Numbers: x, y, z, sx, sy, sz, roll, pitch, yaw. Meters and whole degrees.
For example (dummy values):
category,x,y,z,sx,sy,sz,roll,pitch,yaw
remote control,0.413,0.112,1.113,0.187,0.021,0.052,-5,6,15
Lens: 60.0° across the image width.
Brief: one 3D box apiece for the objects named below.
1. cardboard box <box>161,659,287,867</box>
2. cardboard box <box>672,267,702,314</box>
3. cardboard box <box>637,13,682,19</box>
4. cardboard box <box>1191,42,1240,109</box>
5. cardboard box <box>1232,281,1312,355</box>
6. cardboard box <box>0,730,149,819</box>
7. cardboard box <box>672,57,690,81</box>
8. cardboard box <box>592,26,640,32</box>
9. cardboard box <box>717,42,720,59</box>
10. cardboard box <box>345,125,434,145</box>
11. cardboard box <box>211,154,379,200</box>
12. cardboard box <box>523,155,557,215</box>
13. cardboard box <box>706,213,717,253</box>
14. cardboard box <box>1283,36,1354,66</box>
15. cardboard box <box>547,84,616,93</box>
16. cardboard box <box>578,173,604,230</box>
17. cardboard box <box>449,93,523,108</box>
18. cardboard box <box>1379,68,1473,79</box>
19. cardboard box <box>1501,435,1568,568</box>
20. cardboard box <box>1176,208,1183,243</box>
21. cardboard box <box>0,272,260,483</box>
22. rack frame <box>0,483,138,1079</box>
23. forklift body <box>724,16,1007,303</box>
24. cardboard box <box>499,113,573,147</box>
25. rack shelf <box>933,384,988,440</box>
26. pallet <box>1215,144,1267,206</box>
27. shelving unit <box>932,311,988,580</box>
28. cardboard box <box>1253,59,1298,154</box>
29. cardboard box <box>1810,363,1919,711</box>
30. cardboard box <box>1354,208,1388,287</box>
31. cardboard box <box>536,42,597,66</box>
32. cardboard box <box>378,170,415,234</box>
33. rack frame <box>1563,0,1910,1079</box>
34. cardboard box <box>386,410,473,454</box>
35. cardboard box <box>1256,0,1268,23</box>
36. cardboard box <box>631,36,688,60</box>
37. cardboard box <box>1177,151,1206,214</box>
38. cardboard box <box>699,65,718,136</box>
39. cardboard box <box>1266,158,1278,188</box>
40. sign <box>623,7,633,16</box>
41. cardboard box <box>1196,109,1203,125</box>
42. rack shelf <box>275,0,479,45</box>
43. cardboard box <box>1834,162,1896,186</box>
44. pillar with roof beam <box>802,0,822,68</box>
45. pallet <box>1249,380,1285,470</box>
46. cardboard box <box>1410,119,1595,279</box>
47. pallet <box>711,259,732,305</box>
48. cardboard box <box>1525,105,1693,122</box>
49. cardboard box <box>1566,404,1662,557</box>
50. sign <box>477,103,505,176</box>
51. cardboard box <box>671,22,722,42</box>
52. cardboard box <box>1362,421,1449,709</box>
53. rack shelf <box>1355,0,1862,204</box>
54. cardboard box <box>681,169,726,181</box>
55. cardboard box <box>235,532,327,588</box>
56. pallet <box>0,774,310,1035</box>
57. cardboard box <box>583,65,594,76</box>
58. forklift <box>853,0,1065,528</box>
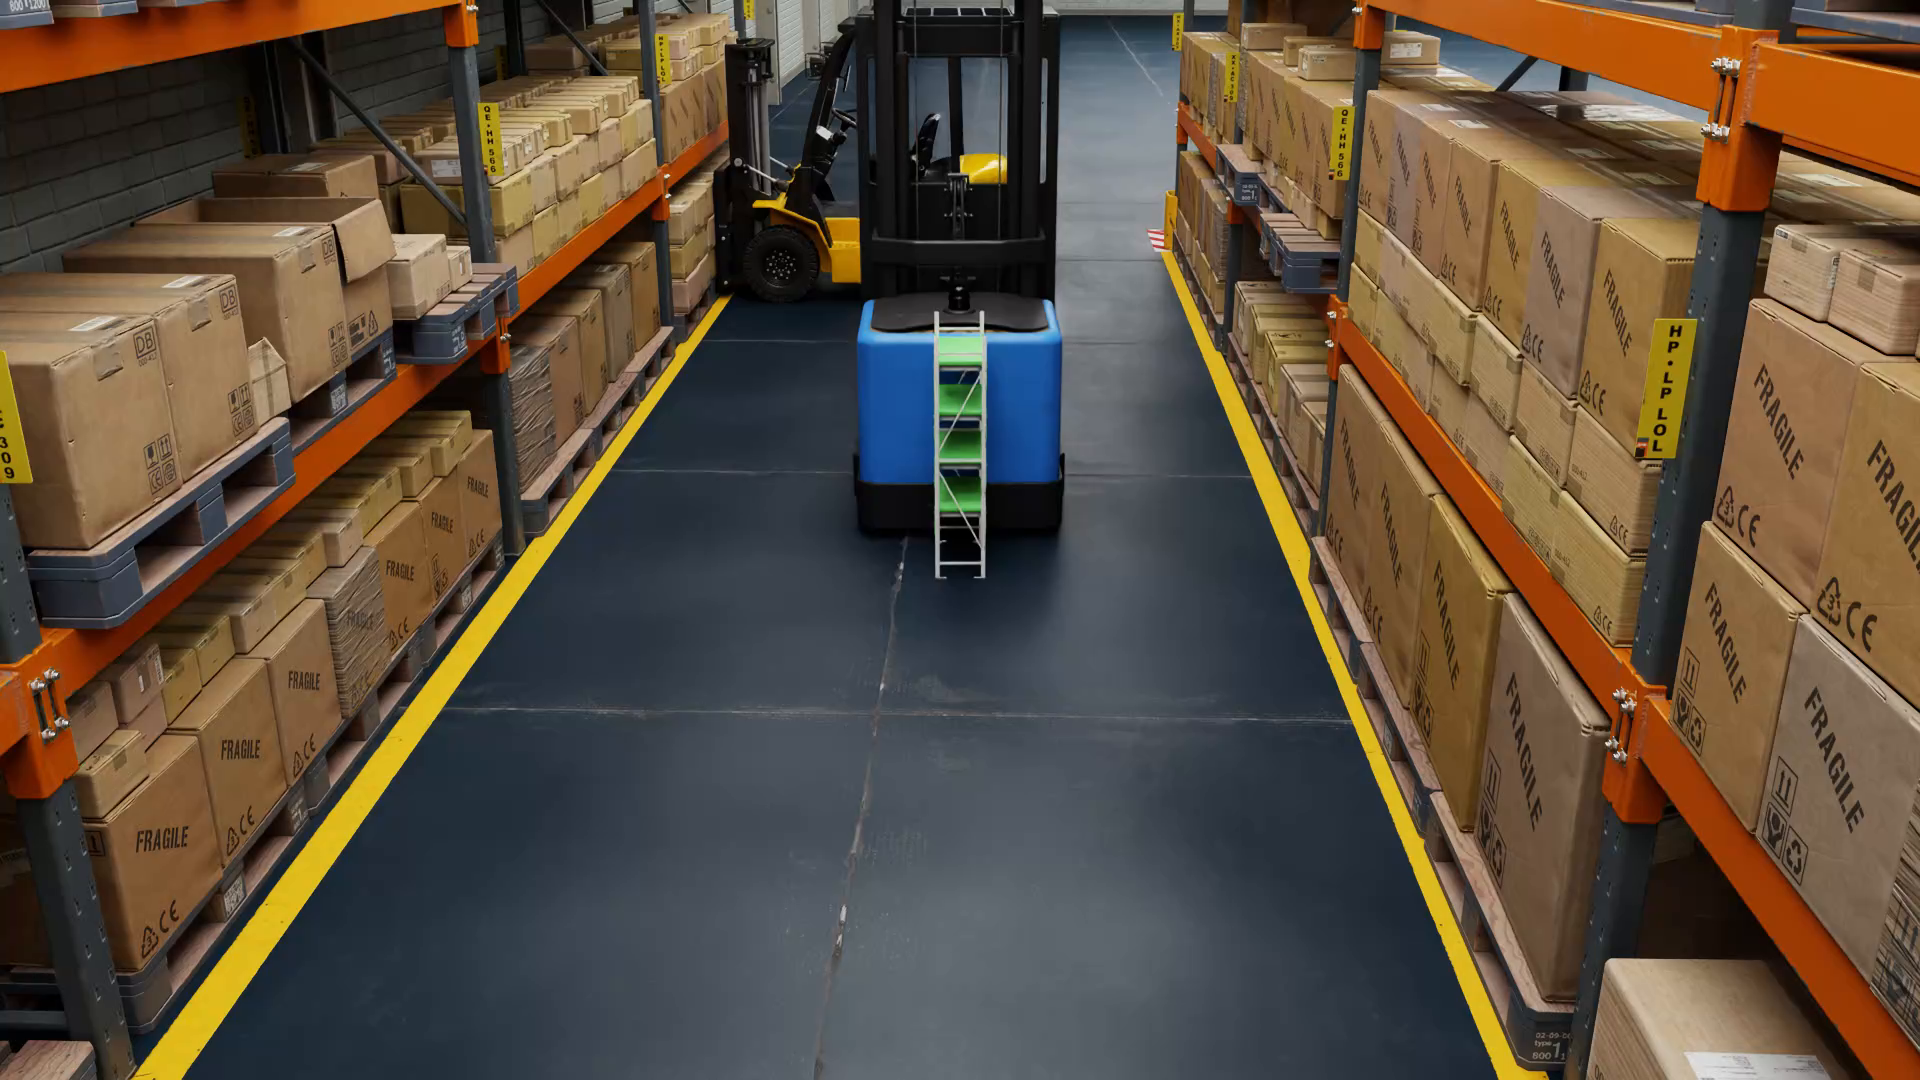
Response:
category,x,y,z,sx,sy,sz,roll,pitch,yaw
cardboard box,-2.571,0.716,5.413,0.500,0.500,0.500,0,21,1
cardboard box,-2.228,-1.866,12.413,0.500,0.250,0.500,1,21,2
cardboard box,-2.675,-4.596,14.782,0.380,0.149,0.250,0,21,1
cardboard box,2.192,-3.820,13.677,0.500,0.500,0.500,0,21,1
cardboard box,2.375,-1.509,11.324,0.950,0.372,0.625,1,21,2
cardboard box,-2.540,0.652,4.681,0.380,0.149,0.250,2,21,4
cardboard box,-2.233,-3.519,12.417,0.380,0.149,0.250,1,21,3
cardboard box,-2.751,-4.037,13.341,0.380,0.149,0.250,1,21,2
cardboard box,-2.209,-4.076,13.851,0.380,0.149,0.250,0,21,0
cardboard box,-2.984,-2.082,8.714,0.380,0.149,0.250,0,21,1
cardboard box,-2.867,-1.393,7.254,0.500,0.500,0.500,2,21,4
cardboard box,-2.421,-1.837,8.633,0.500,0.250,0.500,1,21,3
cardboard box,-2.210,-2.464,13.261,0.500,0.250,0.500,0,21,1
cardboard box,2.090,-2.851,9.704,0.380,0.149,0.250,2,21,5
cardboard box,-2.411,-2.823,10.623,0.380,0.149,0.250,1,21,2
cardboard box,-2.391,-1.978,9.689,0.500,0.250,0.500,1,21,3
cardboard box,-2.887,-2.637,10.142,0.380,0.149,0.250,1,21,2
cardboard box,2.553,-2.384,9.397,0.500,0.500,0.500,0,21,0
cardboard box,1.923,-0.115,4.885,0.500,0.250,0.500,0,21,1
cardboard box,2.209,-2.800,14.818,0.500,0.250,0.500,0,21,1
cardboard box,-2.562,-0.491,4.929,0.700,0.500,0.500,1,21,2
rack frame,-2.817,0.111,4.096,1.000,3.000,0.127,1,21,2
forklift body,-0.686,-3.126,13.613,2.313,2.155,1.214,1,21,2
cardboard box,-2.362,-2.263,9.179,0.380,0.149,0.250,1,21,3
rack shelf,-0.001,-0.624,7.991,0.258,0.148,0.480,0,21,-1
pallet,2.220,-2.364,10.740,1.003,0.211,1.213,1,21,2
shelving unit,-0.001,-0.459,8.054,0.258,1.200,0.503,0,21,-1
cardboard box,2.044,-2.583,9.909,0.500,0.500,0.500,1,21,1
cardboard box,1.867,0.004,2.852,0.500,0.500,0.500,0,21,1
cardboard box,2.004,-1.264,7.157,0.500,0.250,0.500,0,21,1
cardboard box,-2.816,-3.478,11.900,0.380,0.149,0.250,0,21,0
cardboard box,-2.959,-1.664,8.186,0.500,0.250,0.500,1,21,3
rack frame,2.142,0.164,3.958,0.949,2.616,0.053,1,21,2
cardboard box,-2.457,-0.487,7.614,0.380,0.149,0.250,0,21,-1
cardboard box,2.623,-4.091,12.995,0.700,0.500,0.500,1,21,1
cardboard box,-2.240,-3.661,12.371,0.380,0.149,0.250,1,21,3
cardboard box,2.209,-3.141,14.660,0.500,0.500,0.500,0,21,0
cardboard box,-2.249,-3.539,13.364,0.500,0.500,0.500,1,21,2
cardboard box,1.988,-2.139,9.663,0.380,0.149,0.250,1,21,4
sign,-3.006,-4.676,15.128,0.100,0.325,0.005,1,21,2
cardboard box,2.182,-3.565,13.917,0.380,0.149,0.250,1,21,3
rack shelf,-2.634,-3.121,9.274,1.077,0.370,4.000,1,21,2
cardboard box,7.452,-2.468,13.099,0.875,0.875,0.875,1,21,2
pillar with roof beam,1.477,-13.243,30.221,9.100,9.000,0.400,1,21,2
pallet,2.332,-0.704,10.052,1.003,0.211,1.213,1,21,2
cardboard box,1.971,-1.253,6.090,0.500,0.500,0.500,1,21,3
pallet,-2.473,-2.211,13.934,1.003,0.211,1.213,1,21,2
cardboard box,2.505,-1.419,6.519,0.500,0.500,0.500,1,21,3
cardboard box,1.915,-0.161,4.313,0.500,0.250,0.500,1,21,2
sign,-2.152,-1.835,7.621,0.100,0.325,0.005,1,21,2
cardboard box,-2.188,-4.214,13.798,0.380,0.149,0.250,1,21,3
cardboard box,2.131,0.084,6.522,0.875,0.875,0.875,1,21,2
rack shelf,2.206,-1.622,5.410,1.077,0.370,4.000,1,21,2
cardboard box,-2.192,-2.887,13.662,0.500,0.250,0.500,0,21,1
cardboard box,-2.583,0.081,6.152,0.380,0.149,0.250,1,21,2
pallet,-2.830,1.117,5.359,1.003,0.211,1.213,1,21,2
cardboard box,-2.847,-3.340,11.956,0.380,0.149,0.250,0,21,0
forklift,-0.015,-1.908,9.395,1.130,2.935,3.031,0,21,-1
